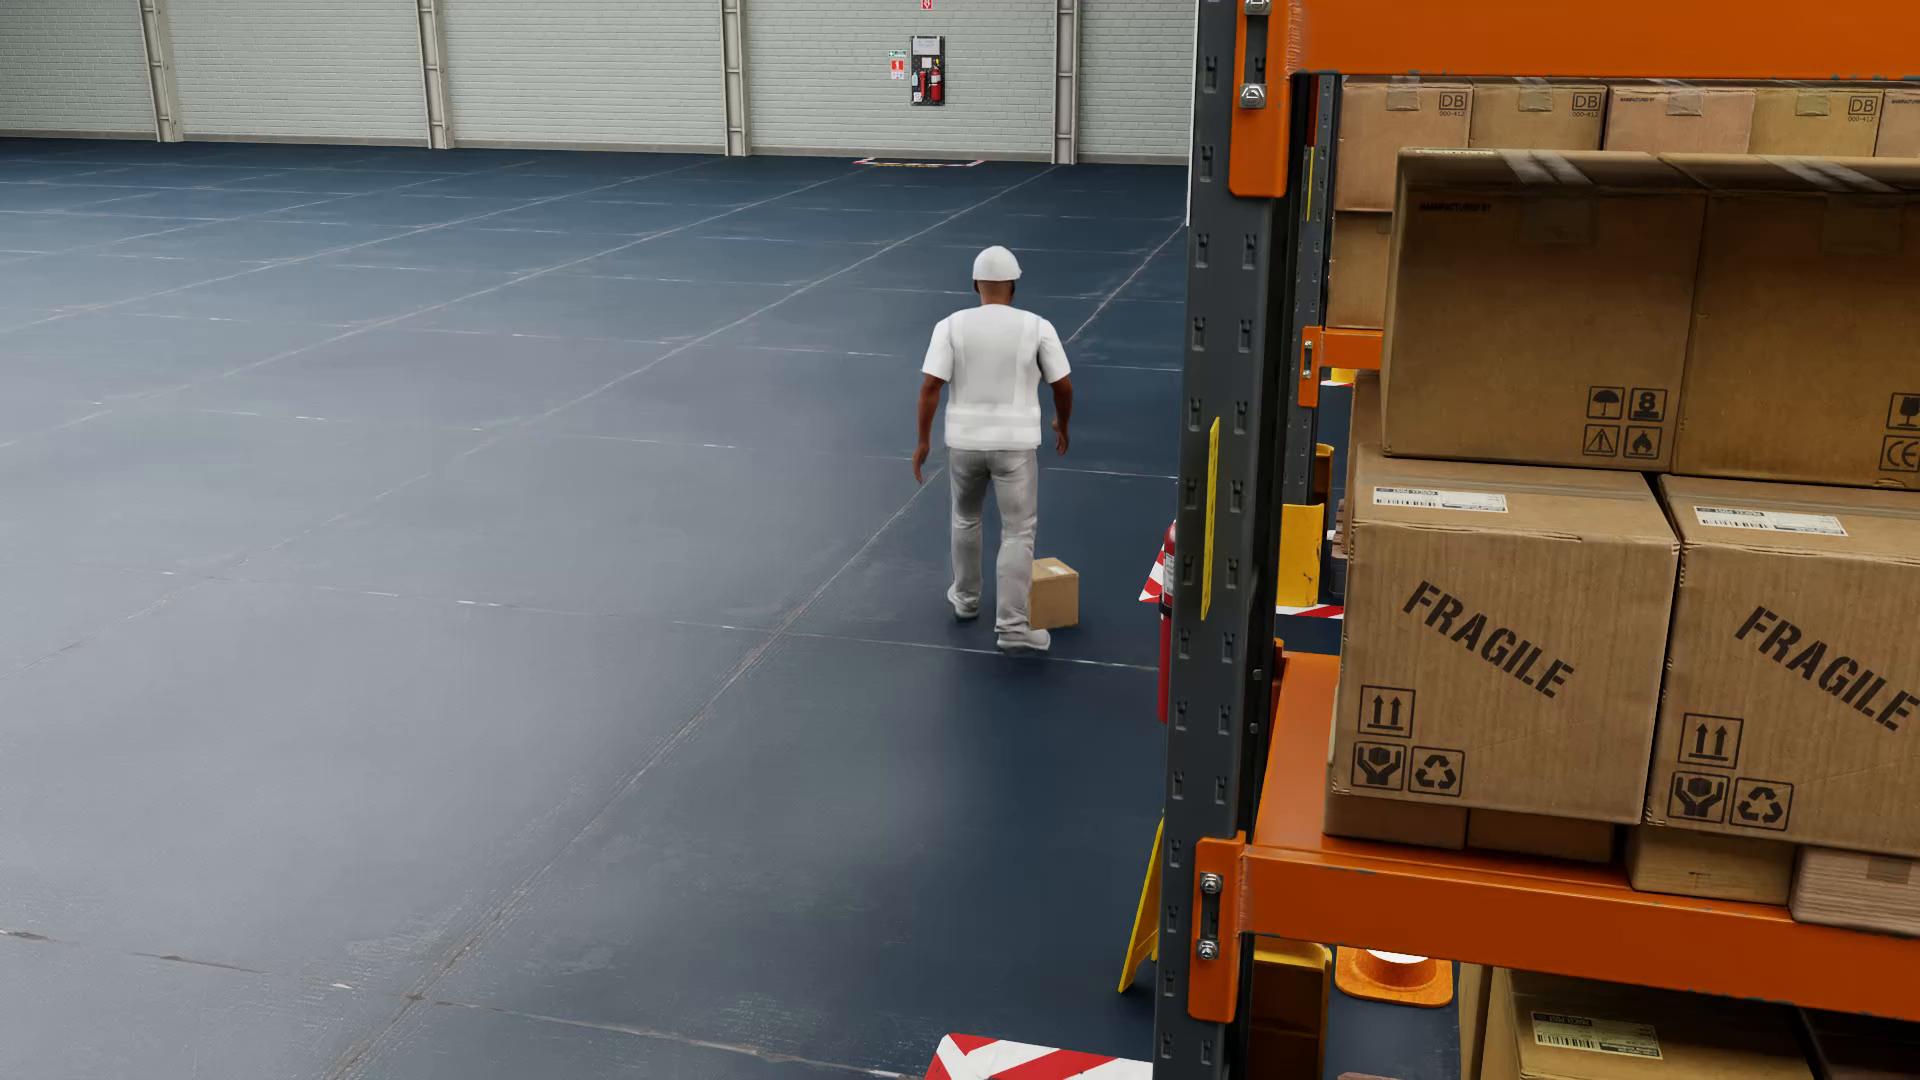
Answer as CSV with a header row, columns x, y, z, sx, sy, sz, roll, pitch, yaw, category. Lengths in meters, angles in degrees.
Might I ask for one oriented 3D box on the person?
x,y,z,sx,sy,sz,roll,pitch,yaw,category
0.131,-0.393,7.262,0.683,1.710,0.848,4,19,12,person
